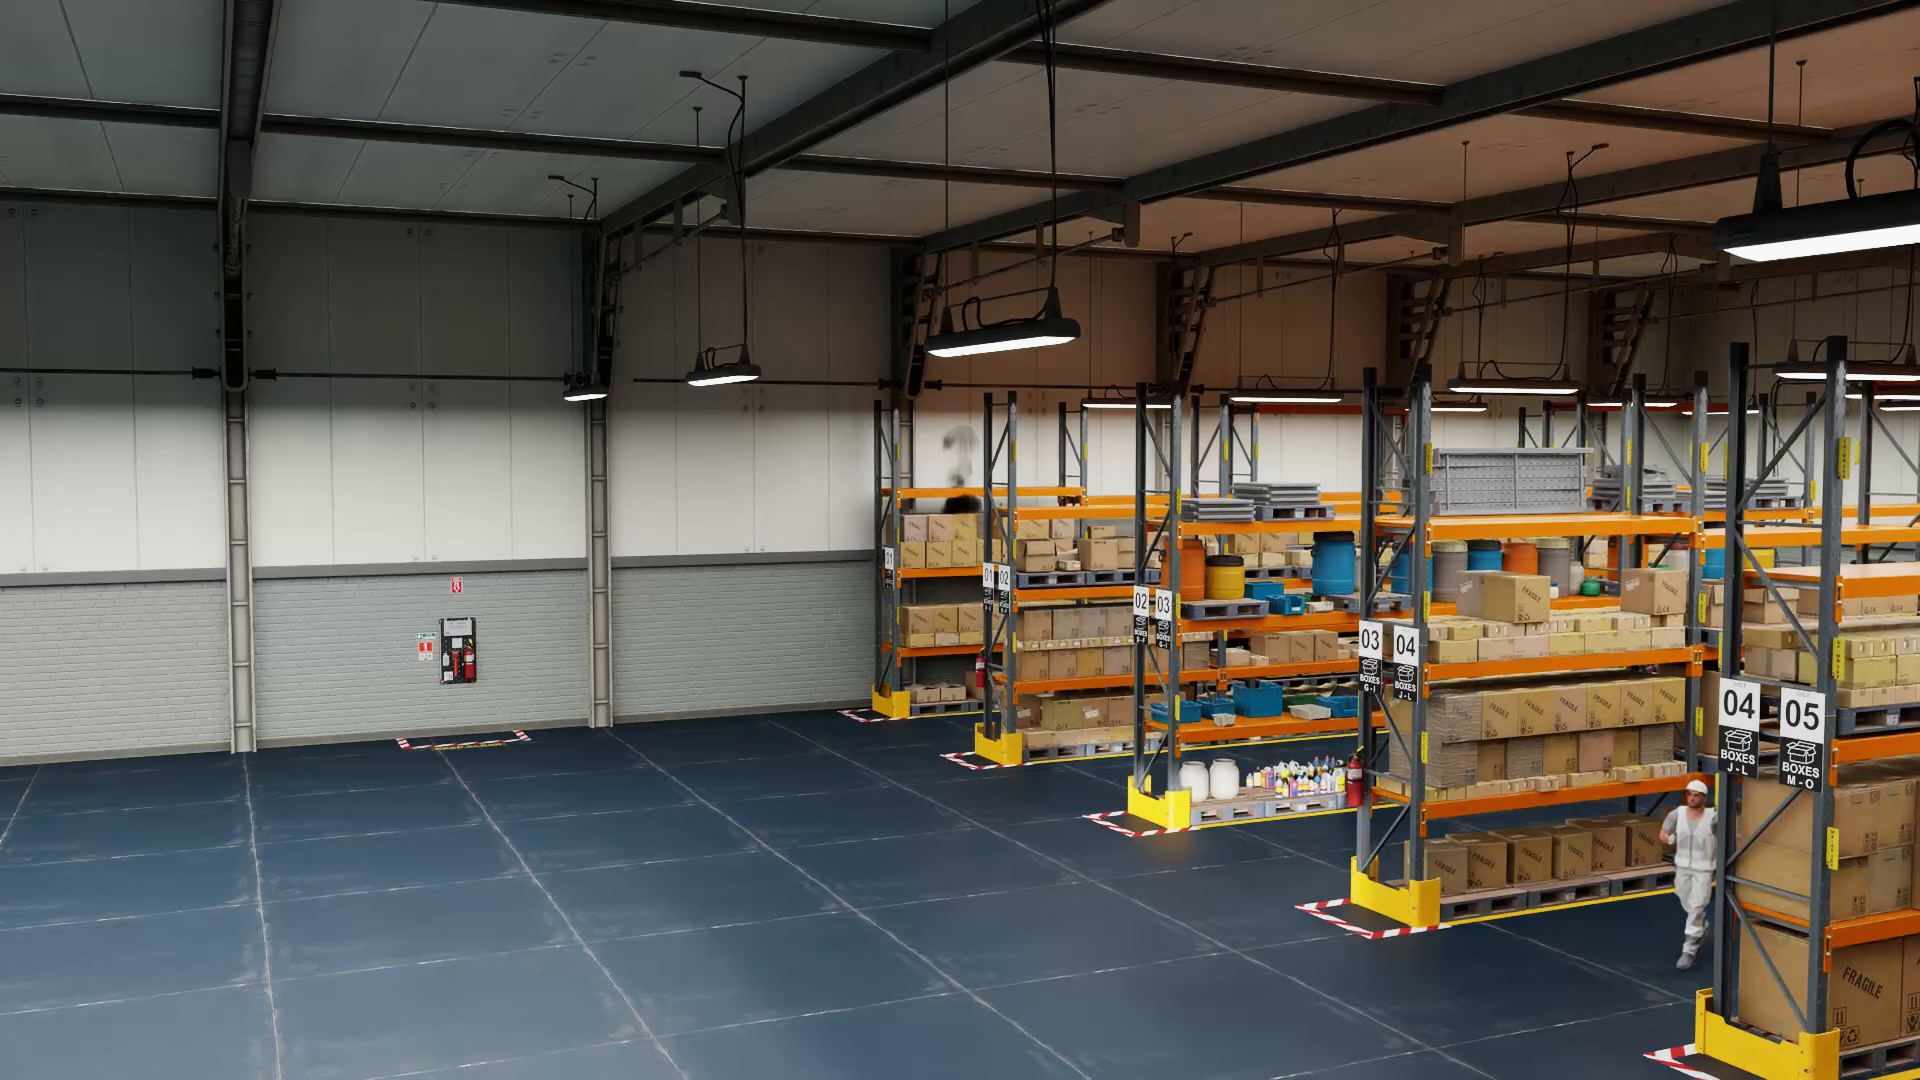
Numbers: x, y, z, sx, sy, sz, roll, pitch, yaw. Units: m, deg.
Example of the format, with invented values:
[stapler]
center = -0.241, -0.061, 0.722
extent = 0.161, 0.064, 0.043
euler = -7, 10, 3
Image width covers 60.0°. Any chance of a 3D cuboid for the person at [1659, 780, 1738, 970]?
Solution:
[person]
center = 7.320, 3.276, 16.555
extent = 0.664, 1.797, 0.944
euler = 3, 5, 45
